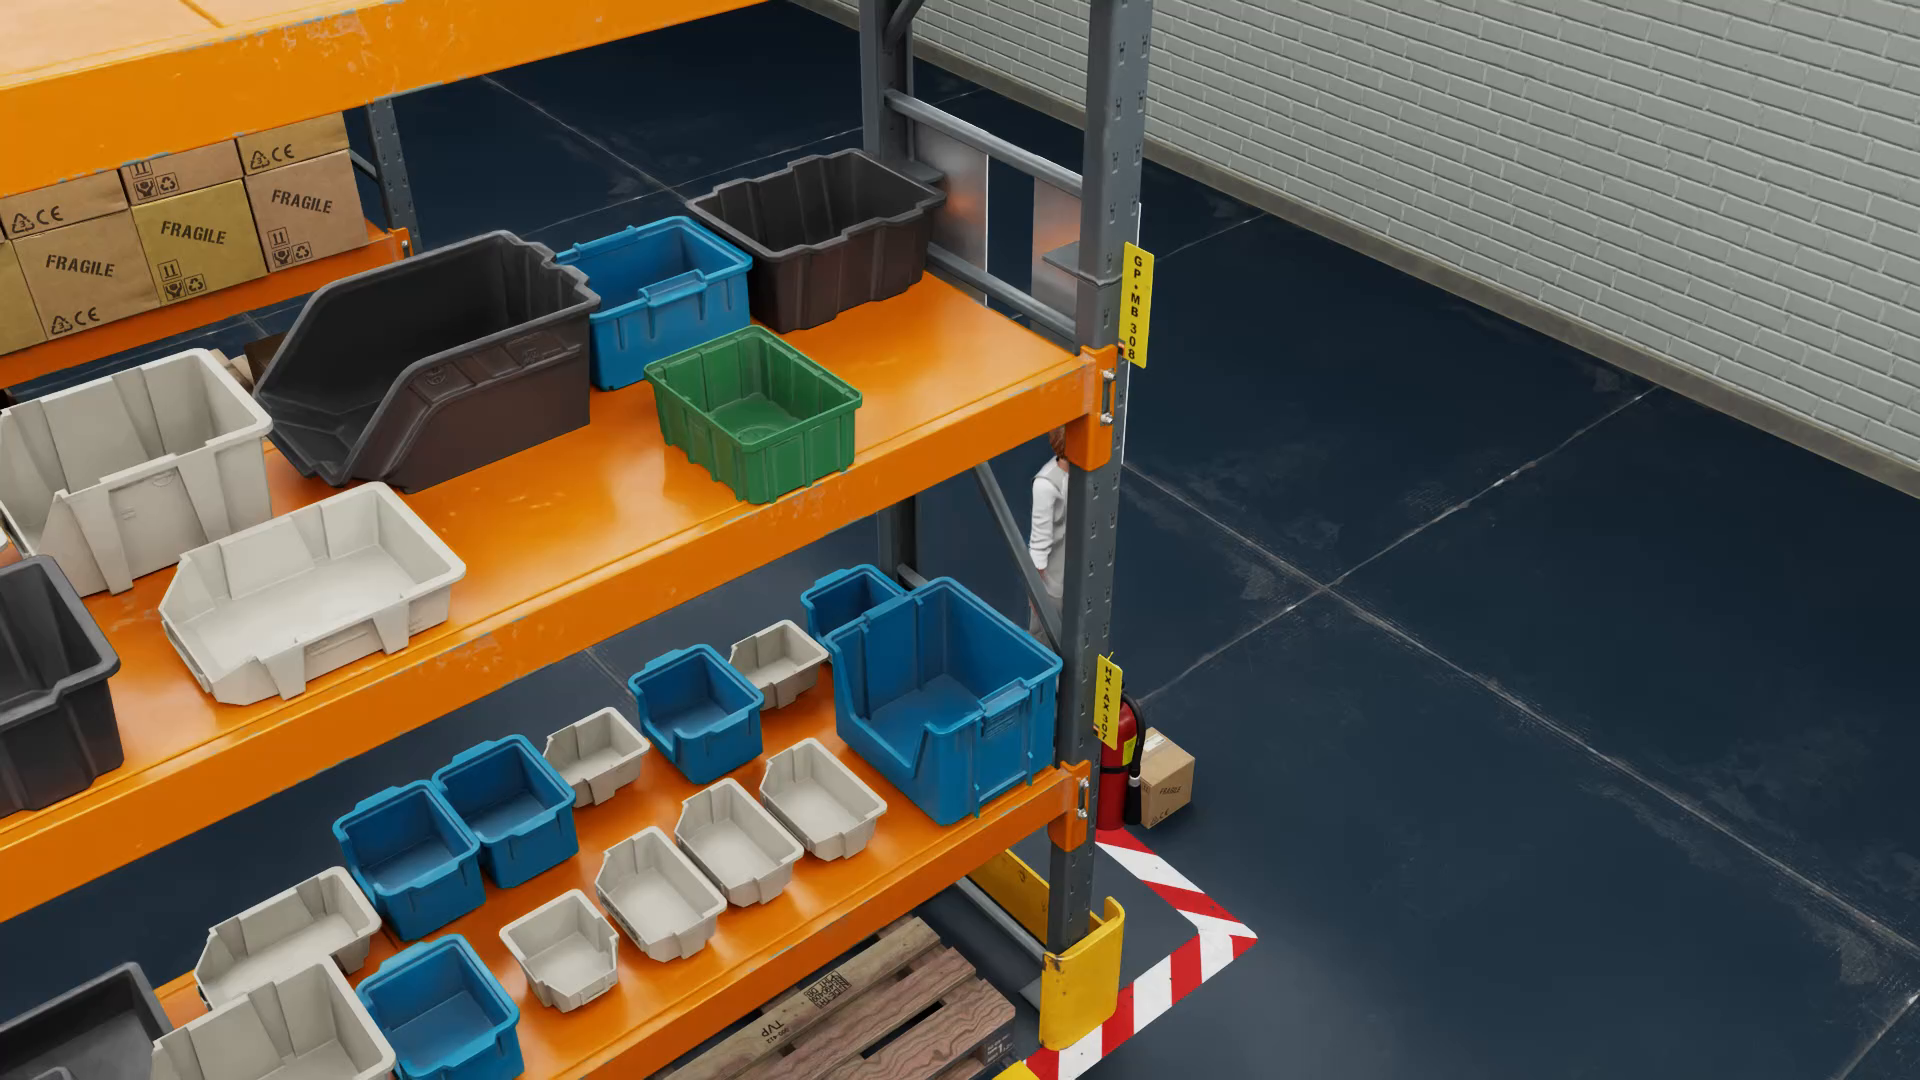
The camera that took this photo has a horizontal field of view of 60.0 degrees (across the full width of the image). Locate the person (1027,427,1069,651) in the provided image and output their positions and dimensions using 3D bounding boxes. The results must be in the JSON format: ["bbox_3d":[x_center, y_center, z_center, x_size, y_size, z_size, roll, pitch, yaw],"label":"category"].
[{"bbox_3d":[0.464,0.152,6.860,0.659,1.586,0.421,30,46,34],"label":"person"}]
